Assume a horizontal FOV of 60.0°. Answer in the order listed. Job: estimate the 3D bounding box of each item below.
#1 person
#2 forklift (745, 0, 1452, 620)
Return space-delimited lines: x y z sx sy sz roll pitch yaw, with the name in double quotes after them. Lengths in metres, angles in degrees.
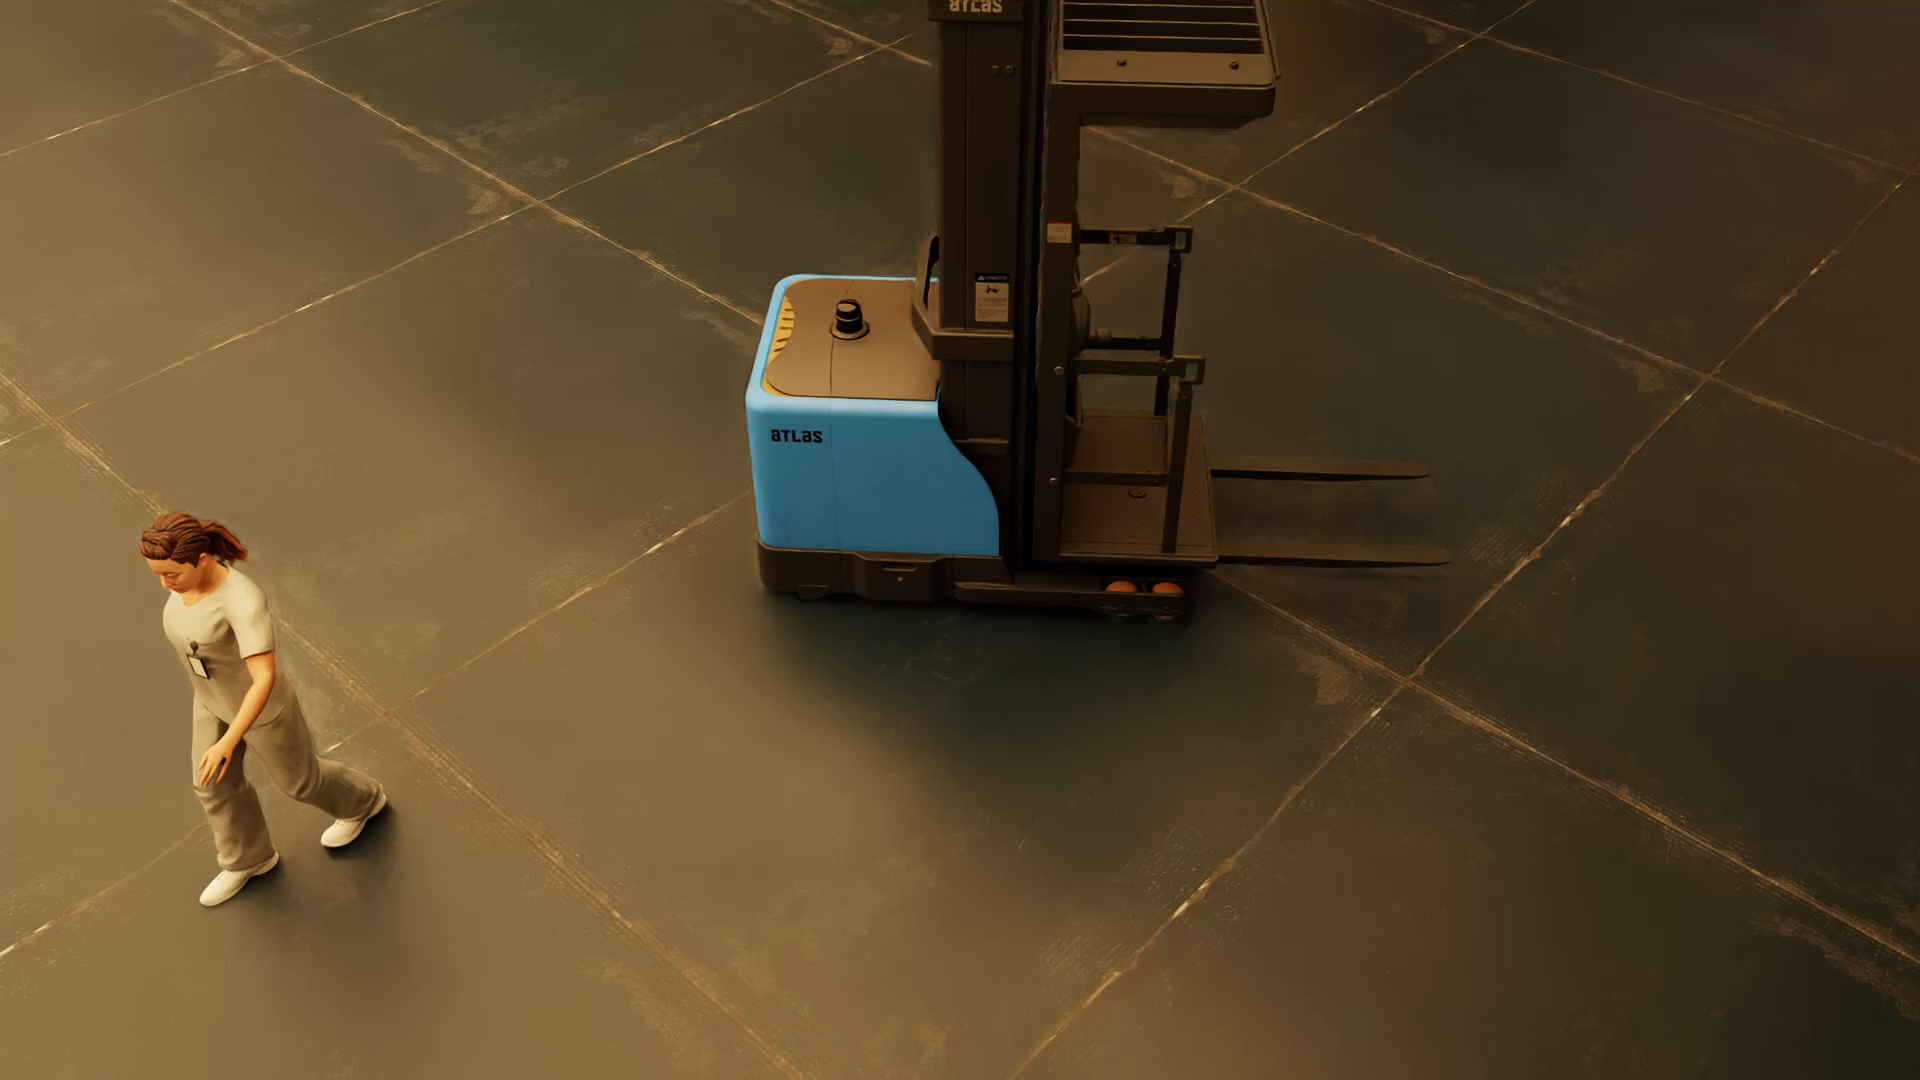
-2.526 0.560 5.770 0.857 1.657 0.735 24 46 25 "person"
0.648 -1.122 6.735 3.031 2.935 1.130 2 41 2 "forklift"
